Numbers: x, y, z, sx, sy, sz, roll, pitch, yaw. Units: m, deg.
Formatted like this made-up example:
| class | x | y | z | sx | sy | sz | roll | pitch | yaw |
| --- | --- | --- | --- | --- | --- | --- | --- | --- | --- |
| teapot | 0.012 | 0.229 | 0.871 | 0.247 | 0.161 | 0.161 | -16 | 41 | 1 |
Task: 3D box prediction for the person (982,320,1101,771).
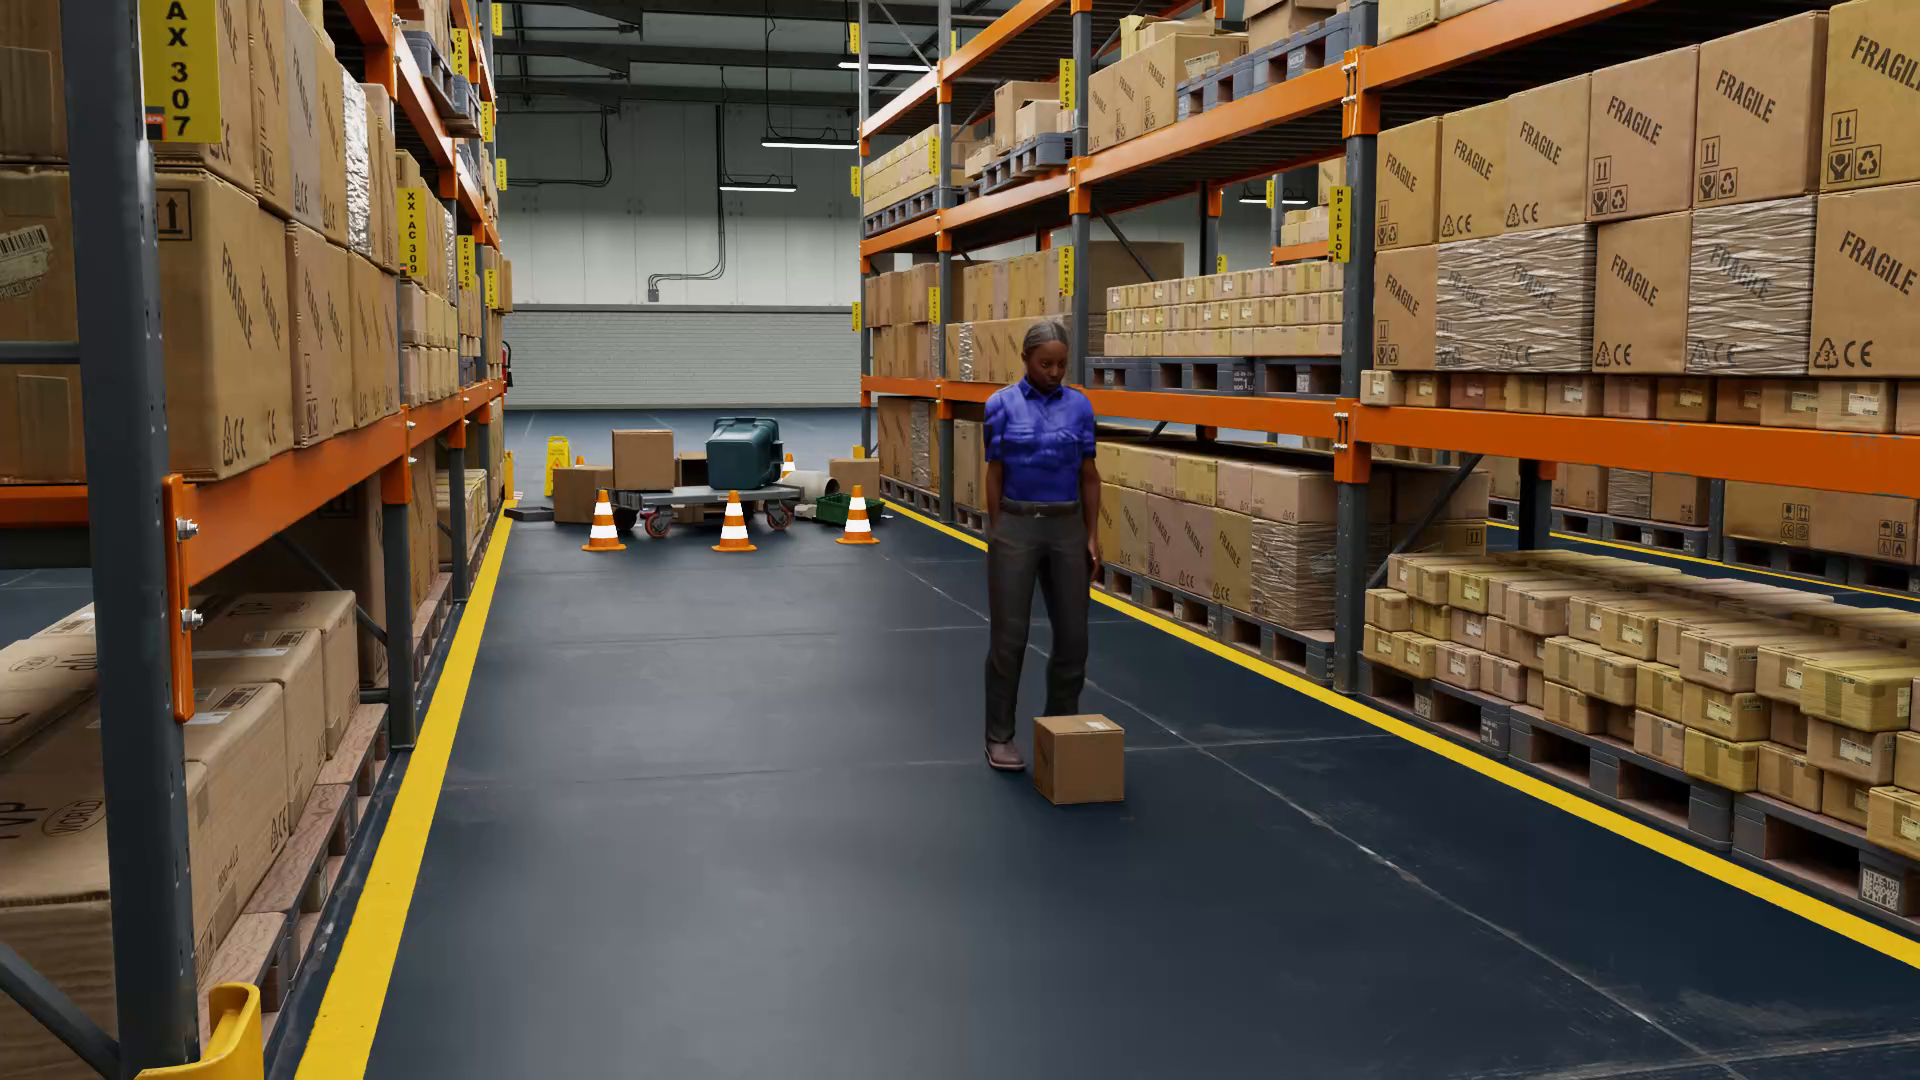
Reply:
| class | x | y | z | sx | sy | sz | roll | pitch | yaw |
| --- | --- | --- | --- | --- | --- | --- | --- | --- | --- |
| person | 0.307 | 0.016 | 6.152 | 0.441 | 1.646 | 0.311 | -1 | 6 | -13 |
